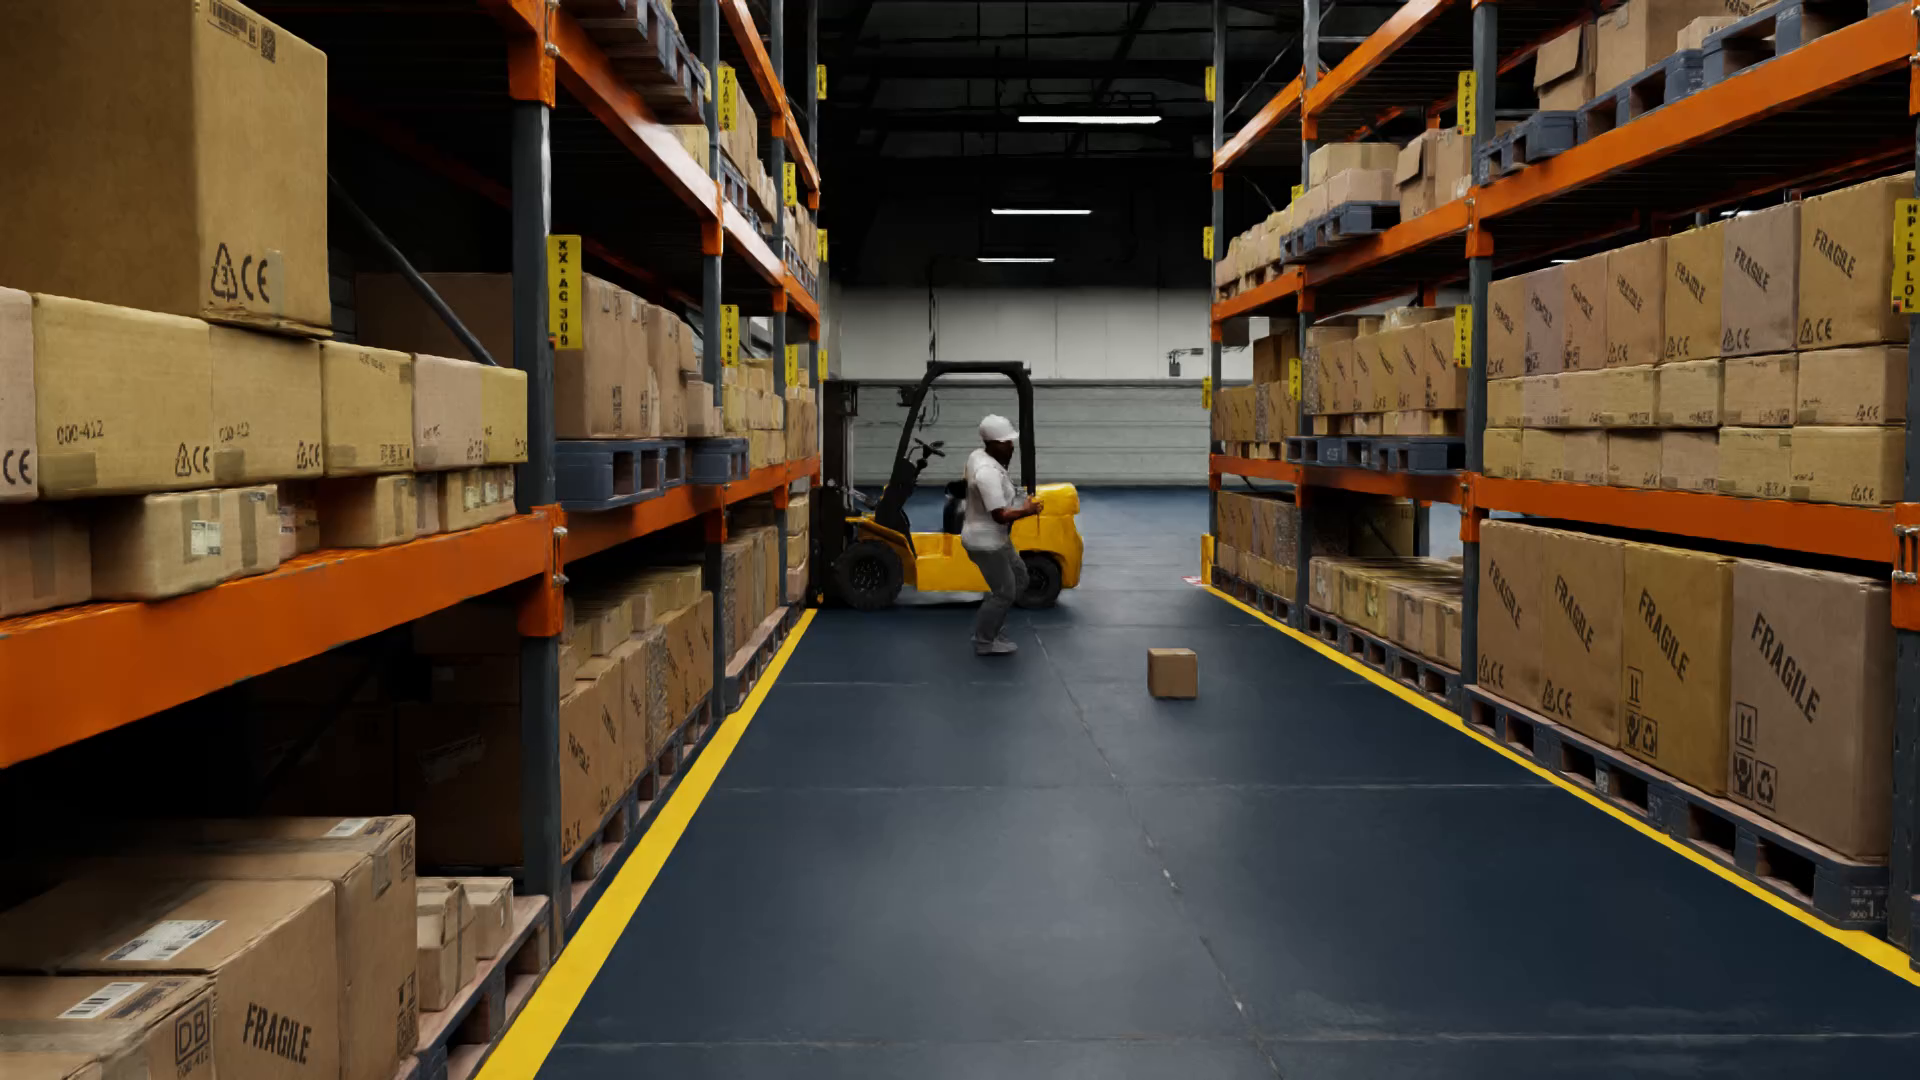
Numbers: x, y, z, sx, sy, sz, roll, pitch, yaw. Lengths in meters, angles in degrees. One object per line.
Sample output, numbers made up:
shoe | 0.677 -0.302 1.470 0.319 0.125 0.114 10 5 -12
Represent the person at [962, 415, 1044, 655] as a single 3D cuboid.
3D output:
person | 0.289 -0.020 11.293 0.554 1.648 0.953 0 4 0
